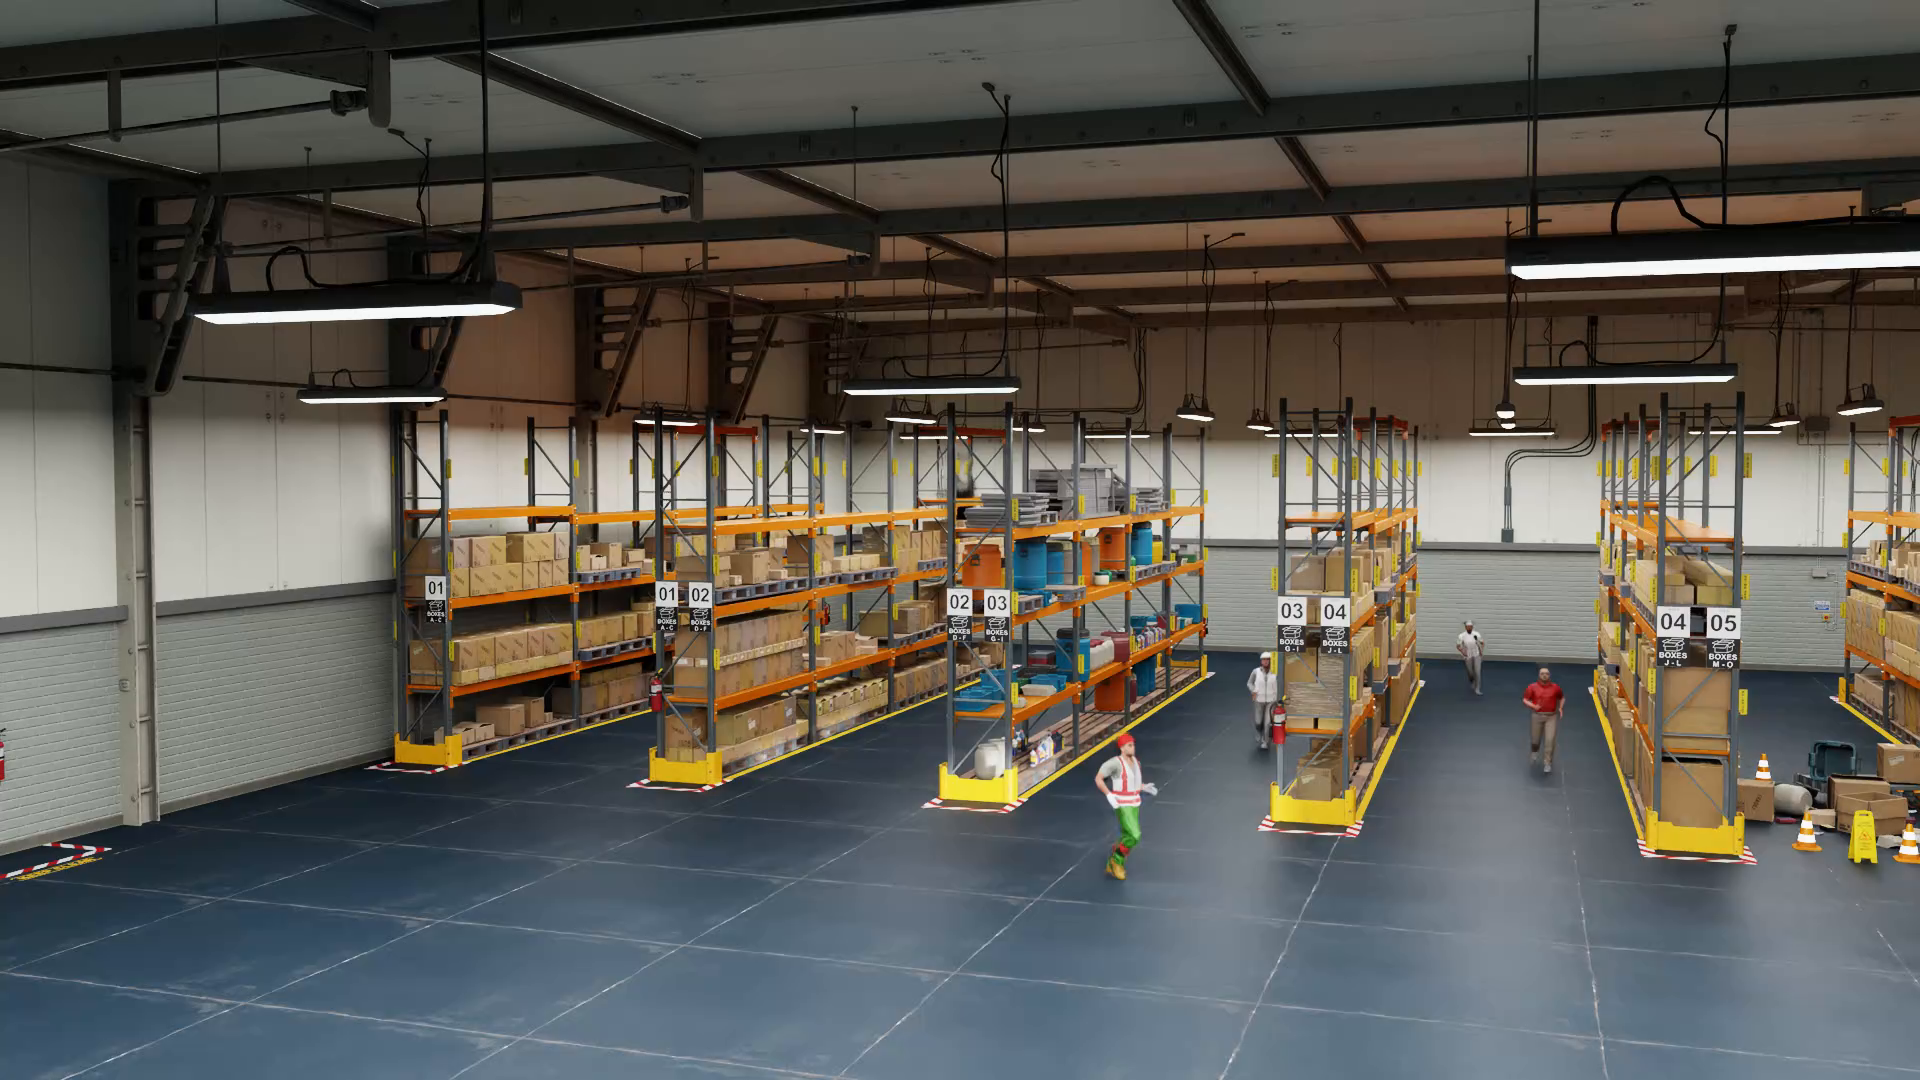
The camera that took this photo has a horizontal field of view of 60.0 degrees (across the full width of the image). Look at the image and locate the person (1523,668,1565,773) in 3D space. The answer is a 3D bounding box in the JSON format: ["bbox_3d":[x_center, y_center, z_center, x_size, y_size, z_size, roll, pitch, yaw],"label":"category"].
[{"bbox_3d":[9.709,2.968,27.631,0.675,1.689,0.834,1,3,13],"label":"person"}]

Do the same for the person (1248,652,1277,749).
[{"bbox_3d":[5.462,2.862,29.703,0.646,1.724,0.579,0,2,10],"label":"person"}]

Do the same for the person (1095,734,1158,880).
[{"bbox_3d":[2.045,3.245,20.220,0.670,1.767,0.634,2,3,44],"label":"person"}]

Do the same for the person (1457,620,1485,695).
[{"bbox_3d":[11.413,2.602,37.142,0.609,1.657,0.616,0,2,11],"label":"person"}]
